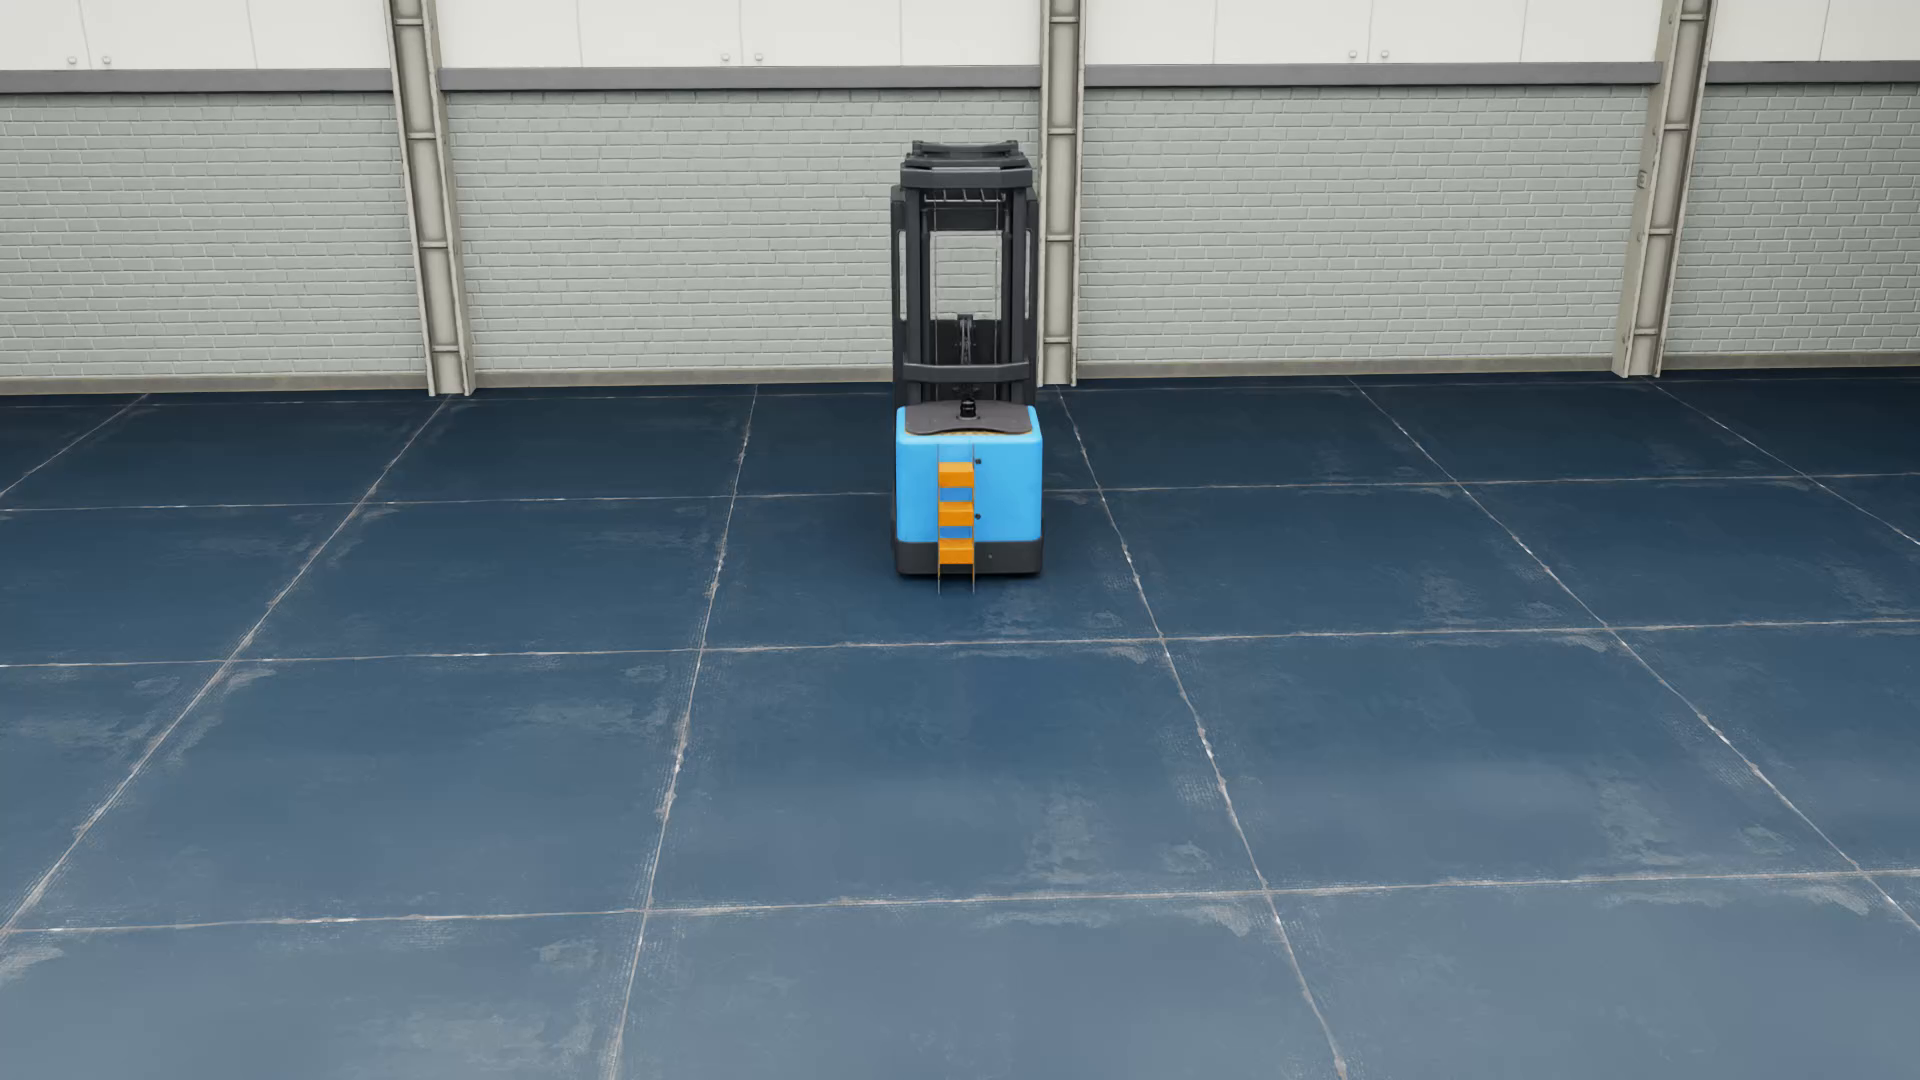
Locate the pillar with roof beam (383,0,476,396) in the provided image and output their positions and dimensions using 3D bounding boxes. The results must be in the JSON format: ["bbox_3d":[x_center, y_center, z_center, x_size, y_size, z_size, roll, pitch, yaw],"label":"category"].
[{"bbox_3d":[-4.782,-4.150,10.873,0.400,9.000,9.100,-1,21,-3],"label":"pillar with roof beam"}]

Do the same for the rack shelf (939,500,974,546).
[{"bbox_3d":[-0.027,-0.116,11.475,0.240,0.259,0.215,-1,22,-2],"label":"rack shelf"}]

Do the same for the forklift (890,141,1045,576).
[{"bbox_3d":[0.027,-1.590,12.678,1.130,2.935,3.031,-1,21,-2],"label":"forklift"}]

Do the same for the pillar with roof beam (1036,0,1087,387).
[{"bbox_3d":[1.208,-4.271,11.193,0.400,9.000,9.100,-1,21,-3],"label":"pillar with roof beam"}]

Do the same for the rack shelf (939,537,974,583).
[{"bbox_3d":[-0.027,0.142,11.579,0.240,0.259,0.215,-1,22,-2],"label":"rack shelf"}]

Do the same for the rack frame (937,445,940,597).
[{"bbox_3d":[-0.149,-0.125,11.468,0.008,1.050,0.200,-1,22,-2],"label":"rack frame"}]

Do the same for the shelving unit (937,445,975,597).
[{"bbox_3d":[-0.027,-0.126,11.471,0.252,1.050,0.215,-1,22,-2],"label":"shelving unit"}]

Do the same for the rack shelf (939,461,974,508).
[{"bbox_3d":[-0.027,-0.380,11.370,0.240,0.259,0.215,-1,22,-2],"label":"rack shelf"}]

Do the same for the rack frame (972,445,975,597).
[{"bbox_3d":[0.095,-0.128,11.475,0.008,1.050,0.200,-1,22,-2],"label":"rack frame"}]

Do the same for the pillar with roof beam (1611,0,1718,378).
[{"bbox_3d":[7.198,-4.393,11.513,0.400,9.000,9.100,-1,21,-3],"label":"pillar with roof beam"}]
